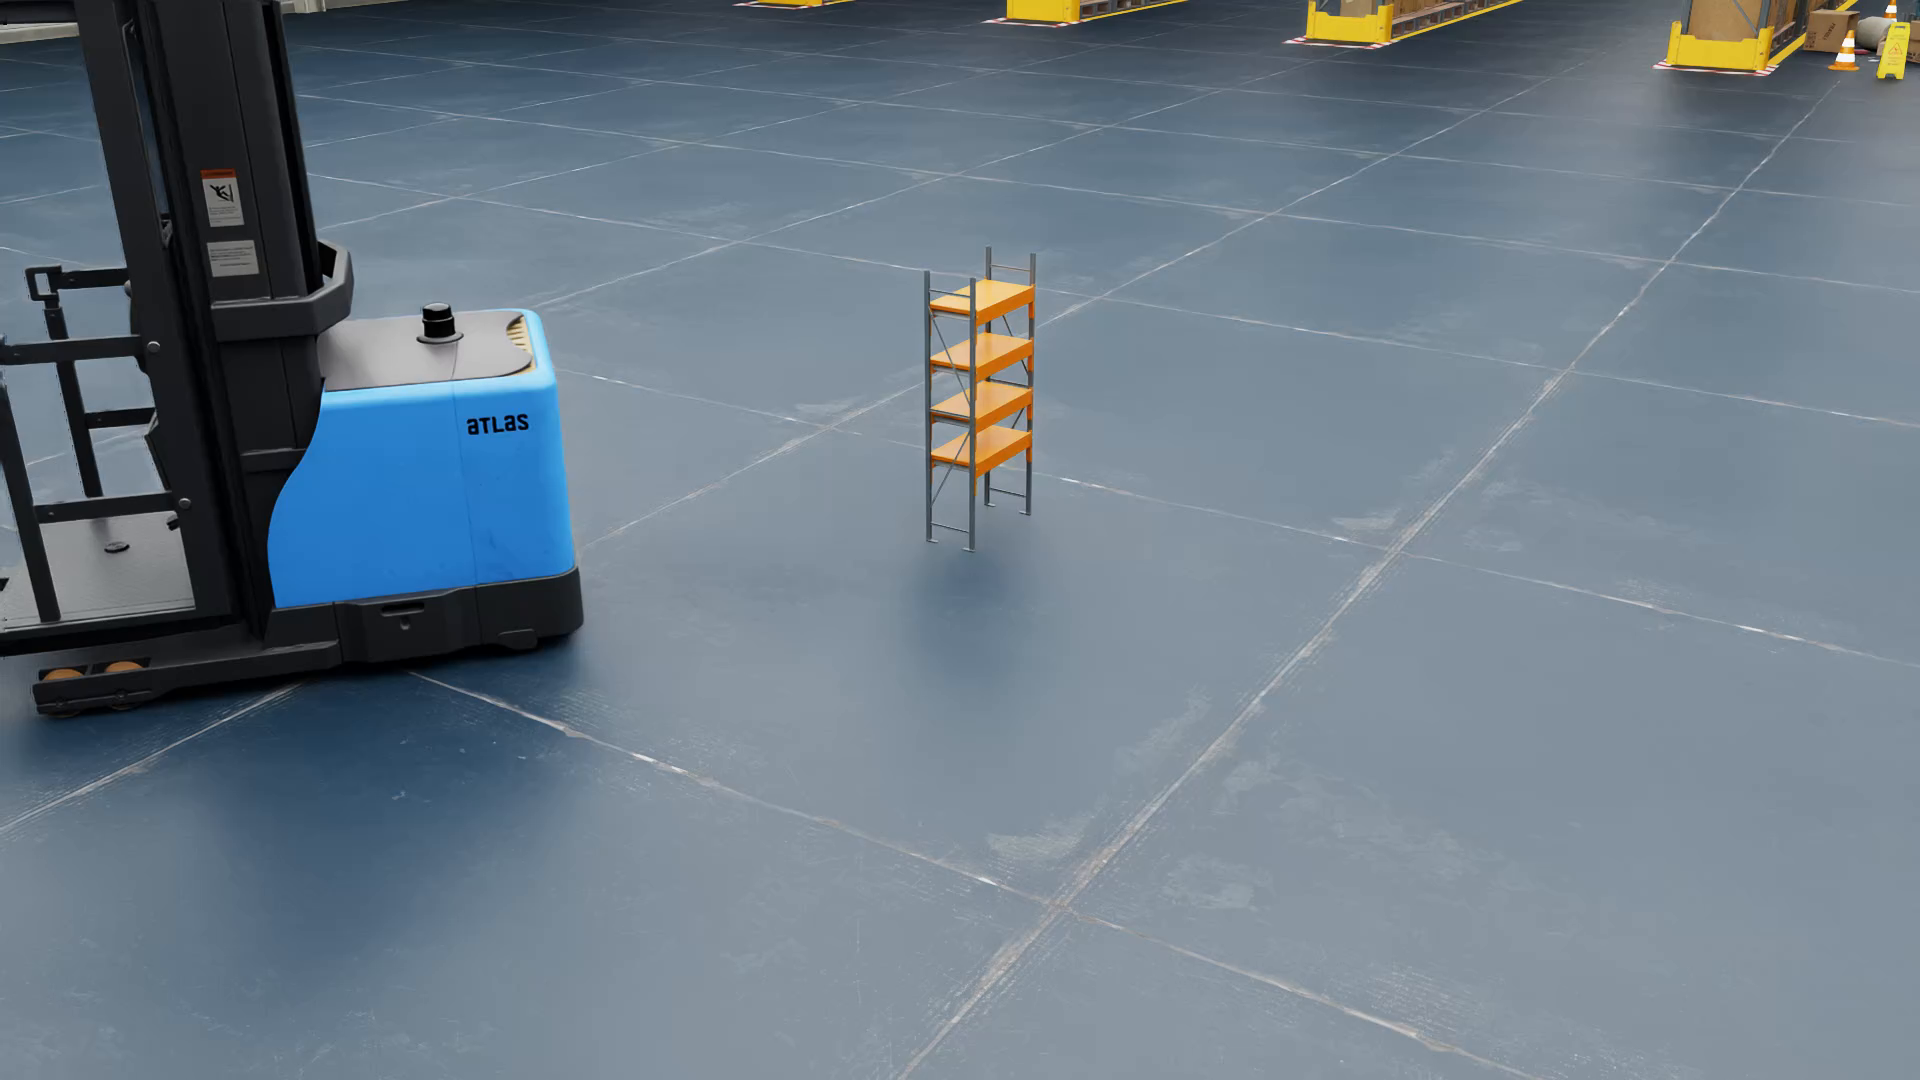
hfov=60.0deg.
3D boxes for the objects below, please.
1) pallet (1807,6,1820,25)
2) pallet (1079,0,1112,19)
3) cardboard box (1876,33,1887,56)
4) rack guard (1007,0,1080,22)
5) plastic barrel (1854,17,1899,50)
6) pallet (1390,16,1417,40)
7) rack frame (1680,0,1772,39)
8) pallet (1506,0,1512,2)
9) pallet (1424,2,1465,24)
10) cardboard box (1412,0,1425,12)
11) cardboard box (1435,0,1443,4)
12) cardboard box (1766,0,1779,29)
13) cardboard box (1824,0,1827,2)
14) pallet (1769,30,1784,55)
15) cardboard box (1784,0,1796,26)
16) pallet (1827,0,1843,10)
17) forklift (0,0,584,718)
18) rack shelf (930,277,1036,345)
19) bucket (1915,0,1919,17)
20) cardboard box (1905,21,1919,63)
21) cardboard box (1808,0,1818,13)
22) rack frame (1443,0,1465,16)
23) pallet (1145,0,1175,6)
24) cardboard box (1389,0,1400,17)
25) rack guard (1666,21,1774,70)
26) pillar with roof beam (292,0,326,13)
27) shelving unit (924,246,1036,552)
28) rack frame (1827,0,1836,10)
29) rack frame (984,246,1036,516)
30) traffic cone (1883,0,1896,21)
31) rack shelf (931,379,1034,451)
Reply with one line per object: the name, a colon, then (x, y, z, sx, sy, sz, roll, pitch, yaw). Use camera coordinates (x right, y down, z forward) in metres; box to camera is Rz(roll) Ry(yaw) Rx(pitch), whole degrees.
pallet: (12.769, -8.207, 25.943, 1.003, 0.211, 1.213, 14, 27, 29)
pallet: (1.739, -8.588, 26.822, 1.003, 0.211, 1.213, 14, 27, 29)
cardboard box: (12.442, -6.577, 22.107, 0.396, 0.266, 0.258, 20, 30, 38)
rack guard: (1.305, -8.447, 26.133, 1.175, 0.500, 0.348, 14, 27, 29)
plastic barrel: (12.488, -6.911, 22.681, 0.421, 0.421, 0.512, -7, 24, -17)
pallet: (6.012, -7.534, 24.387, 1.003, 0.211, 1.213, 14, 27, 29)
rack frame: (9.674, -7.447, 20.677, 1.000, 3.000, 0.127, 14, 27, 29)
pallet: (9.320, -9.678, 29.340, 1.003, 0.211, 1.213, 14, 27, 29)
pallet: (7.299, -8.357, 26.289, 1.003, 0.211, 1.213, 14, 27, 29)
cardboard box: (6.822, -8.369, 25.424, 0.500, 0.500, 0.500, 11, 26, 24)
cardboard box: (7.378, -8.790, 26.396, 0.500, 0.500, 0.500, 13, 27, 27)
cardboard box: (10.438, -7.205, 22.264, 0.875, 0.875, 0.875, 13, 27, 28)
cardboard box: (13.496, -9.121, 26.847, 1.050, 0.750, 0.750, 13, 27, 28)
pallet: (10.673, -6.864, 22.840, 1.003, 0.211, 1.213, 14, 27, 29)
cardboard box: (11.392, -7.817, 23.678, 0.875, 0.875, 0.875, 14, 27, 30)
pallet: (14.307, -9.131, 28.077, 1.003, 0.211, 1.213, 14, 27, 29)
forklift: (-3.010, -0.958, 5.774, 3.031, 2.935, 1.130, -7, 24, -15)
rack shelf: (0.087, -0.967, 6.985, 0.258, 0.148, 0.480, 14, 27, 29)
bucket: (13.671, -7.464, 22.922, 0.620, 0.611, 0.726, -6, 22, -39)
cardboard box: (12.708, -6.422, 21.451, 0.797, 0.503, 0.637, -3, 24, -7)
cardboard box: (12.547, -8.511, 25.437, 1.050, 0.750, 0.750, 14, 27, 29)
rack frame: (7.623, -9.871, 26.276, 1.000, 3.000, 0.127, 14, 27, 29)
pallet: (3.026, -9.411, 28.724, 1.003, 0.211, 1.213, 14, 27, 29)
cardboard box: (6.143, -7.983, 24.532, 0.500, 0.500, 0.500, -20, 31, -39)
rack guard: (9.661, -6.292, 21.155, 1.175, 0.500, 0.348, 14, 27, 29)
pillar with roof beam: (-6.985, -11.878, 23.361, 9.100, 9.000, 0.400, 14, 27, 29)
shelving unit: (0.087, -0.606, 7.141, 0.258, 1.200, 0.503, 14, 27, 29)
rack frame: (13.894, -10.147, 26.914, 1.000, 3.000, 0.127, 14, 27, 29)
rack frame: (0.216, -0.689, 7.331, 0.240, 1.200, 0.015, 14, 27, 29)
traffic cone: (13.774, -7.769, 24.614, 0.336, 0.463, 0.334, 14, 27, 29)
rack shelf: (0.087, -0.545, 7.167, 0.258, 0.148, 0.480, 14, 27, 29)
